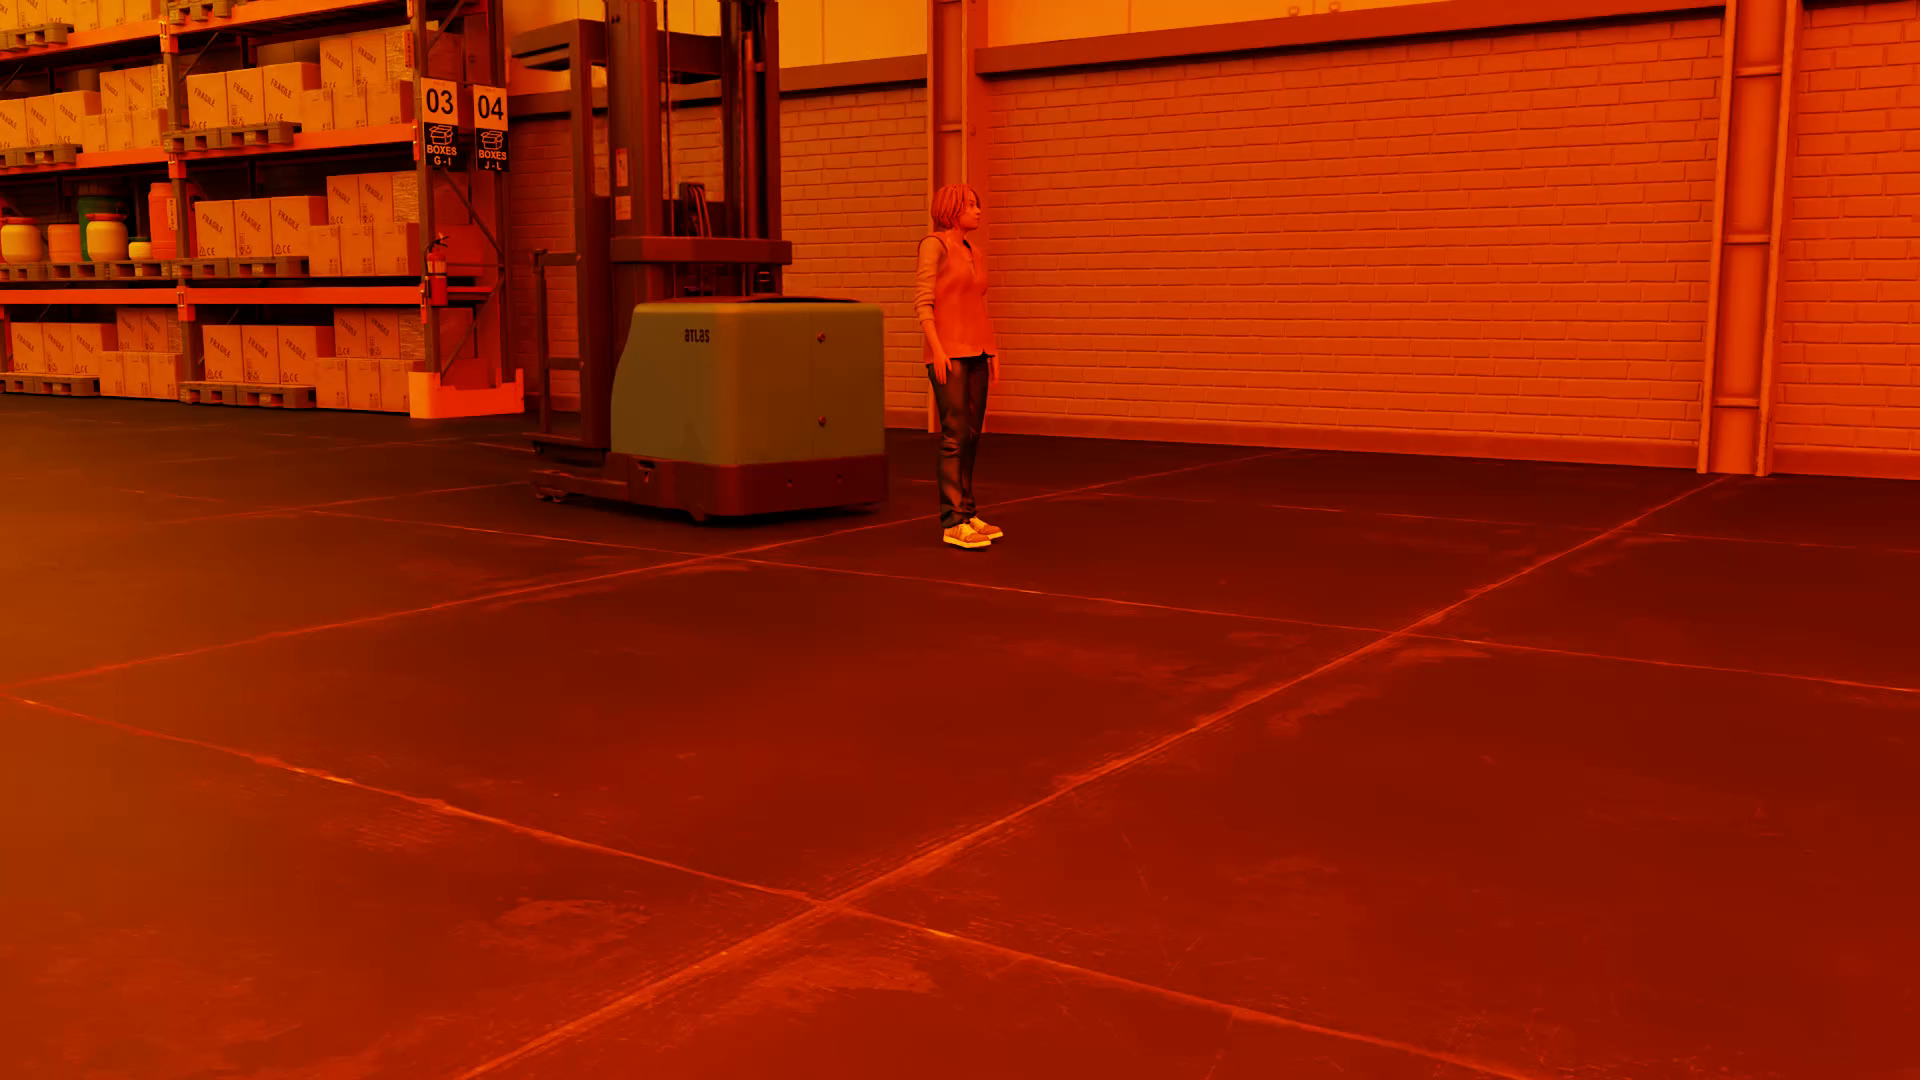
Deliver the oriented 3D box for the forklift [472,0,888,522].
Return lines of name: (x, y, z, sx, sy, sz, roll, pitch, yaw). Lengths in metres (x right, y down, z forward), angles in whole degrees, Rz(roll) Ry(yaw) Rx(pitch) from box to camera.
forklift: (-1.727, -1.694, 9.109, 1.130, 2.935, 3.031, -7, 11, -41)

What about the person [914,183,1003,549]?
person: (0.053, -0.791, 7.438, 0.476, 1.597, 0.520, 5, 10, 34)
